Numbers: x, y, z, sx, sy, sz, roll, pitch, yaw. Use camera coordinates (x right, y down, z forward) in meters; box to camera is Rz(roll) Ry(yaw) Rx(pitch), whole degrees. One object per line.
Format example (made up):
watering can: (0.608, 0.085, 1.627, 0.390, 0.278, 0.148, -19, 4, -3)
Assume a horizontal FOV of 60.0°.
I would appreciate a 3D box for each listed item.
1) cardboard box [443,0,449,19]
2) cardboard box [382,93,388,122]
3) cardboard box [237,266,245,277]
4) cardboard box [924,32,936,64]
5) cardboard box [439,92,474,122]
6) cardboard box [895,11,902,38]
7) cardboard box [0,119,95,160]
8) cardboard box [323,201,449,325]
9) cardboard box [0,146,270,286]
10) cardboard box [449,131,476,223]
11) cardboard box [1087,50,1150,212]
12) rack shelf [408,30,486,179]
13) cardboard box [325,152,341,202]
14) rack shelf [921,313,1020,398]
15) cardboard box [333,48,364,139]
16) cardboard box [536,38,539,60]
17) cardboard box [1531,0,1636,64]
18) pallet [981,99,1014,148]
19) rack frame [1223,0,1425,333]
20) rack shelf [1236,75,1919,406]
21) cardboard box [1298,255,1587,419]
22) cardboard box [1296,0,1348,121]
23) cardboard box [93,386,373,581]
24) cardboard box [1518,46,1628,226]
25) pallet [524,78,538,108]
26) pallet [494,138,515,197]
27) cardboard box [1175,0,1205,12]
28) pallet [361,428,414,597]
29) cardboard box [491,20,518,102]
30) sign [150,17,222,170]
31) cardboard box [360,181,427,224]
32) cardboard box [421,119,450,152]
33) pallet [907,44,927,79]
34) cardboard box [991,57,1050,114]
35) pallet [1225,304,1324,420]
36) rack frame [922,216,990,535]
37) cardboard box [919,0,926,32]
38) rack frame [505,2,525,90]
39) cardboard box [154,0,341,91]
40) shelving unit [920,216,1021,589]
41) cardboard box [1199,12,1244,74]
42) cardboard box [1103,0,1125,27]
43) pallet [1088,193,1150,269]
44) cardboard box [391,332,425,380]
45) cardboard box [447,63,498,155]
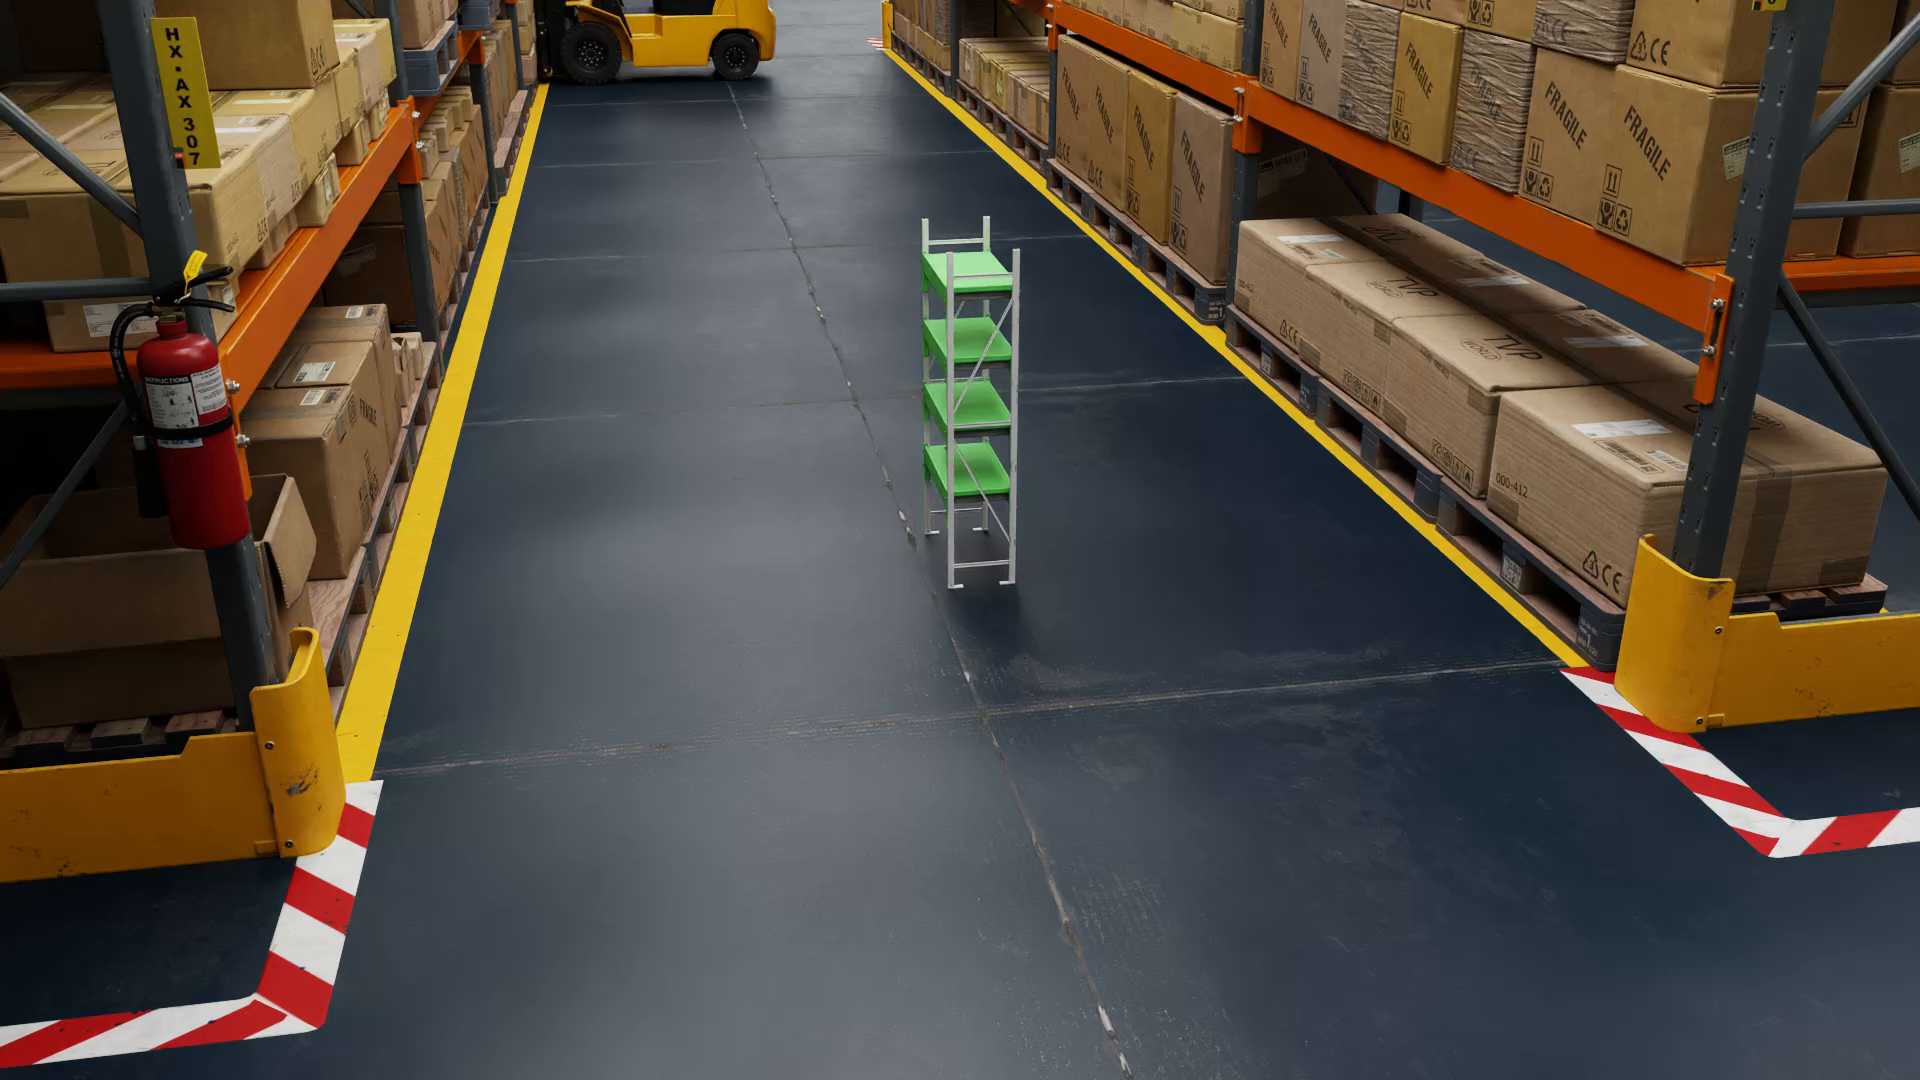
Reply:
cardboard box: (-2.865, -2.826, 8.615, 0.396, 0.266, 0.258, -3, 24, -7)
cardboard box: (-2.609, -1.797, 6.931, 0.380, 0.149, 0.250, -4, 24, -8)
cardboard box: (-2.212, -0.778, 4.599, 0.380, 0.149, 0.250, -5, 24, -10)
cardboard box: (-0.069, -4.989, 16.837, 0.500, 0.250, 0.500, -5, 24, -11)
cardboard box: (-3.304, -2.757, 10.603, 0.380, 0.149, 0.250, -6, 24, -12)
cardboard box: (-0.450, -5.803, 18.701, 0.500, 0.250, 0.500, -5, 24, -10)
cardboard box: (-2.686, -0.978, 4.558, 0.500, 0.250, 0.500, -4, 24, -10)
cardboard box: (-2.854, -1.374, 8.246, 0.500, 0.500, 0.500, -3, 24, -7)
cardboard box: (-2.065, -0.813, 4.179, 0.500, 0.250, 0.500, -4, 24, -9)
cardboard box: (-3.254, -2.187, 10.107, 0.500, 0.500, 0.500, -3, 24, -7)
cardboard box: (1.359, -2.652, 10.704, 0.875, 0.875, 0.875, -4, 24, -9)
rack shelf: (-3.355, -2.577, 9.301, 1.077, 0.370, 4.000, -4, 24, -10)
cardboard box: (-2.295, -1.194, 5.549, 0.380, 0.149, 0.250, -4, 24, -9)
rack shelf: (0.031, -0.646, 5.790, 0.258, 0.148, 0.480, -4, 24, -10)
cardboard box: (-2.465, -1.612, 6.009, 0.500, 0.250, 0.500, -4, 24, -10)
cardboard box: (-4.523, -5.015, 16.895, 0.500, 0.250, 0.500, -4, 24, -8)
cardboard box: (2.183, -1.795, 5.238, 0.500, 0.500, 0.500, -4, 24, -10)
pallet: (0.787, -3.571, 14.162, 1.003, 0.211, 1.213, -4, 24, -10)
rack frame: (1.892, -2.489, 8.201, 1.000, 3.000, 0.127, -4, 24, -10)
rack shelf: (2.262, -1.372, 6.543, 1.077, 0.370, 4.000, -4, 24, -10)
cardboard box: (2.069, -0.900, 7.240, 0.875, 0.438, 0.875, -5, 24, -11)
cardboard box: (1.811, -2.132, 7.260, 0.500, 0.500, 0.500, -4, 24, -9)
cardboard box: (-2.385, -0.180, 5.513, 0.700, 0.500, 0.500, -3, 24, -8)
cardboard box: (2.204, -1.330, 5.422, 0.500, 0.500, 0.500, -5, 24, -11)
pallet: (-4.571, -4.305, 15.842, 1.003, 0.211, 1.213, -4, 24, -10)
pallet: (-3.839, -2.742, 12.265, 1.003, 0.211, 1.213, -4, 24, -10)
cardboard box: (1.472, -3.001, 8.935, 0.500, 0.250, 0.500, -4, 24, -8)
pallet: (-2.630, -0.091, 6.195, 1.003, 0.211, 1.213, -4, 24, -10)
cardboard box: (-4.357, -4.166, 14.484, 0.875, 0.625, 0.625, -3, 24, -7)
sign: (-1.712, -0.984, 3.673, 0.100, 0.325, 0.005, -4, 24, -10)
cardboard box: (-2.790, -1.625, 8.011, 0.380, 0.149, 0.250, -3, 24, -7)
cardboard box: (-3.167, -2.338, 9.644, 0.380, 0.149, 0.250, -5, 24, -12)
pallet: (0.025, -5.100, 17.664, 1.003, 0.211, 1.213, -4, 24, -10)
cardboard box: (0.779, -3.862, 14.103, 0.950, 0.372, 0.625, -4, 24, -8)
pallet: (1.956, -0.906, 8.061, 1.003, 0.211, 1.213, -4, 24, -10)
rack frame: (-0.014, -0.581, 6.081, 0.240, 1.200, 0.015, -4, 24, -10)
cardboard box: (-0.152, -5.525, 17.126, 0.500, 0.500, 0.500, -3, 24, -7)
rack frame: (-4.465, -5.267, 14.561, 1.000, 3.000, 0.127, -4, 24, -10)
cardboard box: (-2.343, -1.746, 5.379, 0.500, 0.500, 0.500, -4, 24, -8)
shelving unit: (0.031, -0.485, 5.861, 0.258, 1.200, 0.503, -4, 24, -10)
cardboard box: (1.561, -2.578, 8.592, 0.500, 0.250, 0.500, -5, 24, -11)
cardboard box: (1.199, -3.375, 10.417, 0.500, 0.250, 0.500, -4, 24, -8)
pallet: (1.446, -1.990, 10.542, 1.003, 0.211, 1.213, -4, 24, -10)
cardboard box: (-2.594, -0.809, 7.391, 0.380, 0.149, 0.250, -5, 24, -11)
cardboard box: (-3.827, -3.044, 11.914, 0.875, 0.625, 0.625, -4, 24, -8)
